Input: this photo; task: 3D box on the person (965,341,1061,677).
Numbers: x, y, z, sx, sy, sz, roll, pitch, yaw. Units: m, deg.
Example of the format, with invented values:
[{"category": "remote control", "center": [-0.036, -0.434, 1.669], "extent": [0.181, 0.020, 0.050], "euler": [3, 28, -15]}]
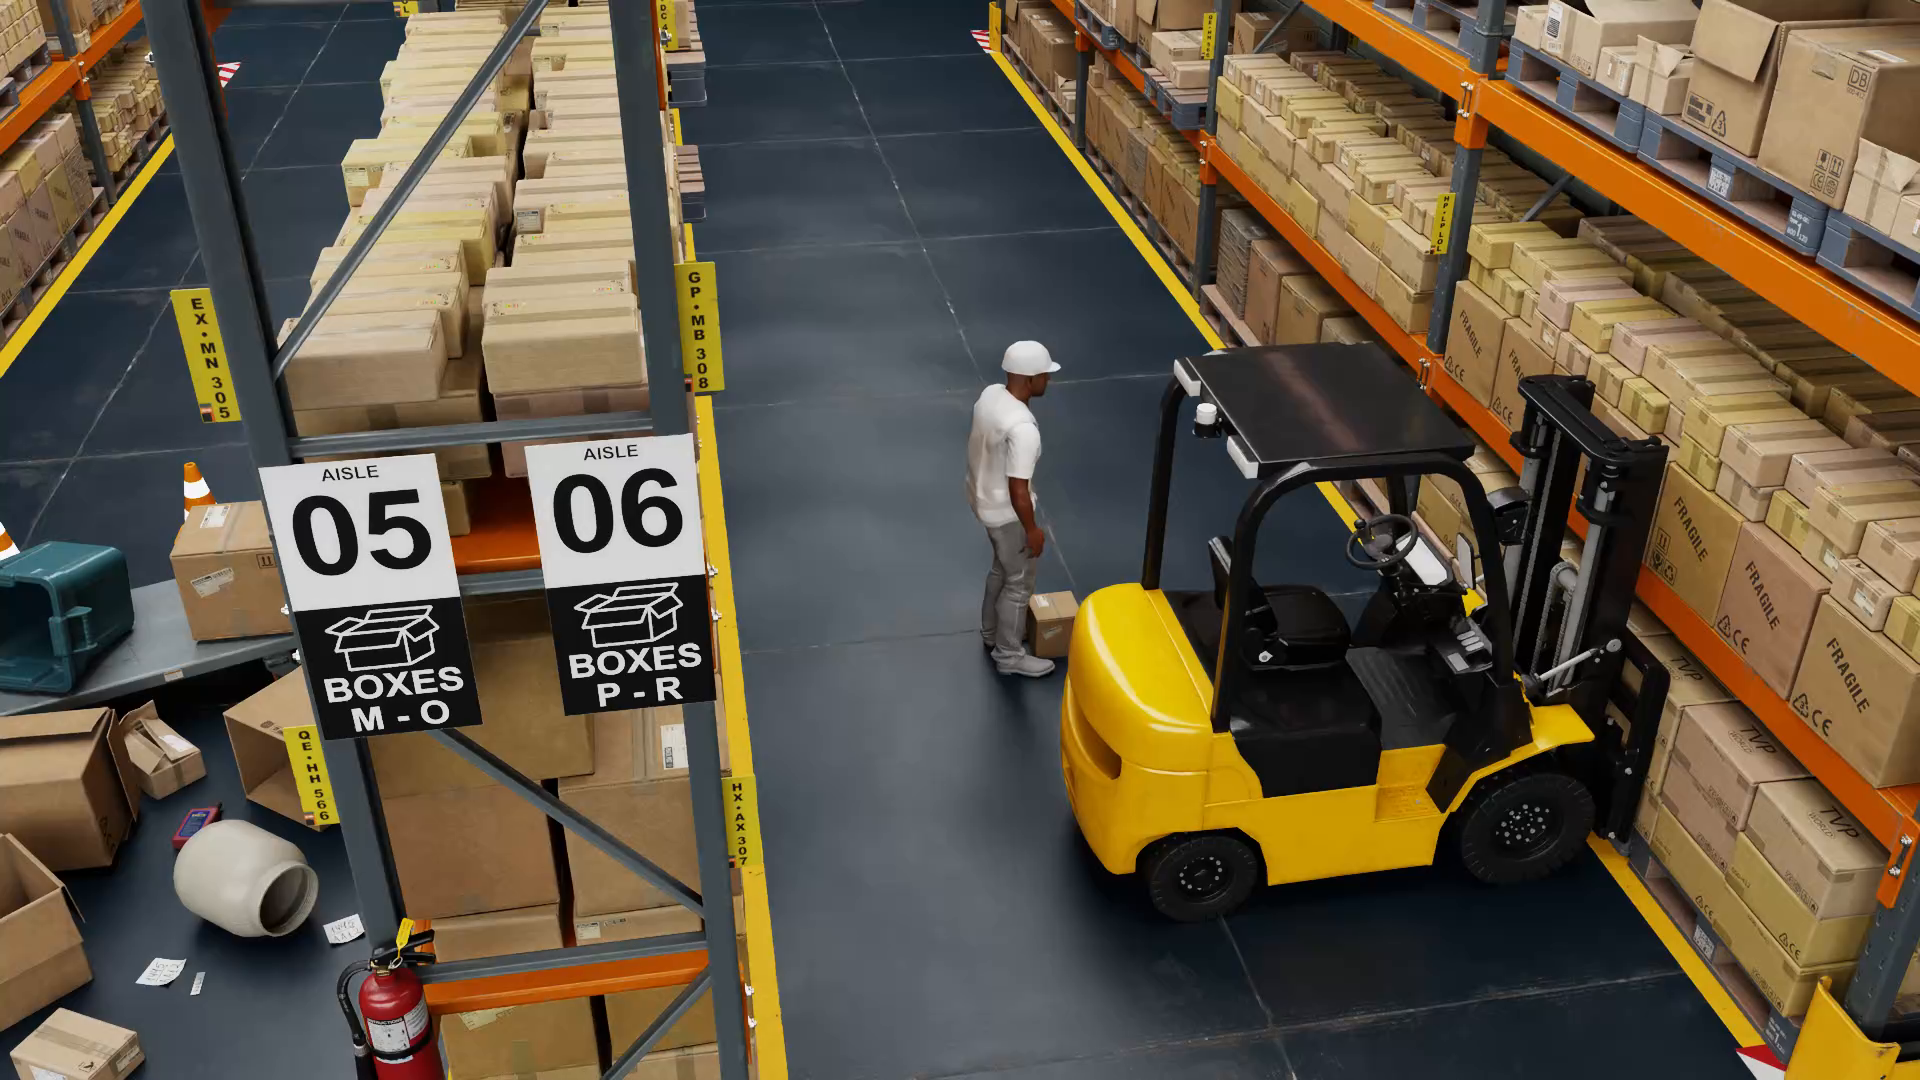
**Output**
[{"category": "person", "center": [0.271, -0.177, 8.420], "extent": [0.455, 1.761, 0.635], "euler": [-7, 31, -12]}]
